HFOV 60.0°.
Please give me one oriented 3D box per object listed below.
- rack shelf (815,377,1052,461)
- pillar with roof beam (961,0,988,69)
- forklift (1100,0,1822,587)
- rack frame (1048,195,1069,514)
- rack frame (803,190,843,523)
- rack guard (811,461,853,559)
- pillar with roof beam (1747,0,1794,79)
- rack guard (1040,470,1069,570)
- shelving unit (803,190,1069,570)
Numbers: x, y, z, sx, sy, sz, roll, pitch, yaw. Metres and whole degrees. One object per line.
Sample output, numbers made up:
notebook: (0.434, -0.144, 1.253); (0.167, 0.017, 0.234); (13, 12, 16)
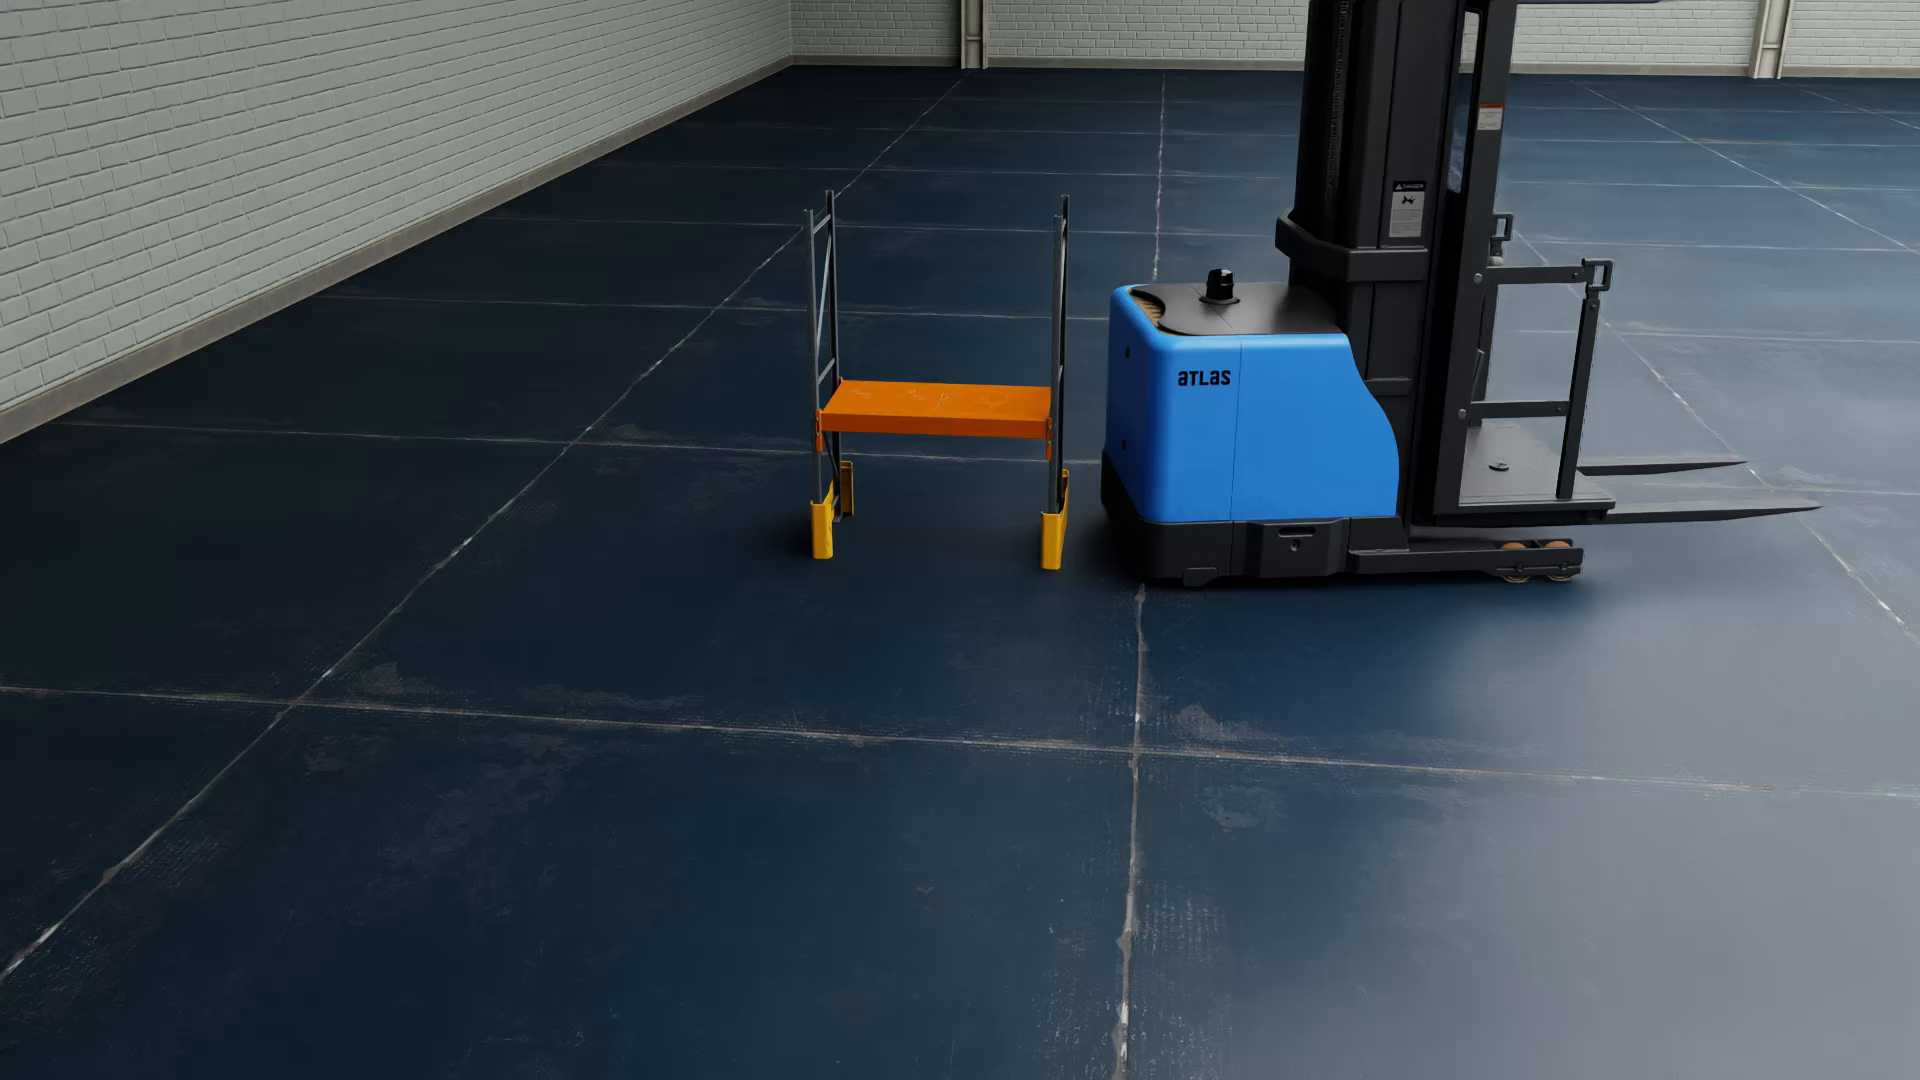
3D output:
rack shelf: (-0.085, -0.534, 7.240); (1.000, 0.185, 0.538); (2, 22, 6)
pillar with roof beam: (-0.278, -10.126, 20.813); (0.400, 9.000, 9.100); (2, 22, 6)
forklift: (2.199, -1.375, 6.931); (3.031, 2.935, 1.130); (-2, 22, -5)
rack frame: (0.420, -0.679, 7.118); (0.032, 1.500, 0.500); (2, 22, 6)
rack frame: (-0.590, -0.723, 7.229); (0.032, 1.500, 0.500); (2, 22, 6)
rack guard: (-0.570, -0.141, 7.457); (0.087, 0.250, 0.587); (2, 22, 6)
pillar with roof beam: (11.638, -9.607, 19.499); (0.400, 9.000, 9.100); (2, 22, 6)
rack guard: (0.419, -0.098, 7.348); (0.087, 0.250, 0.587); (2, 22, 6)
shelving unit: (-0.076, -0.701, 7.172); (1.083, 1.500, 0.587); (2, 22, 6)
